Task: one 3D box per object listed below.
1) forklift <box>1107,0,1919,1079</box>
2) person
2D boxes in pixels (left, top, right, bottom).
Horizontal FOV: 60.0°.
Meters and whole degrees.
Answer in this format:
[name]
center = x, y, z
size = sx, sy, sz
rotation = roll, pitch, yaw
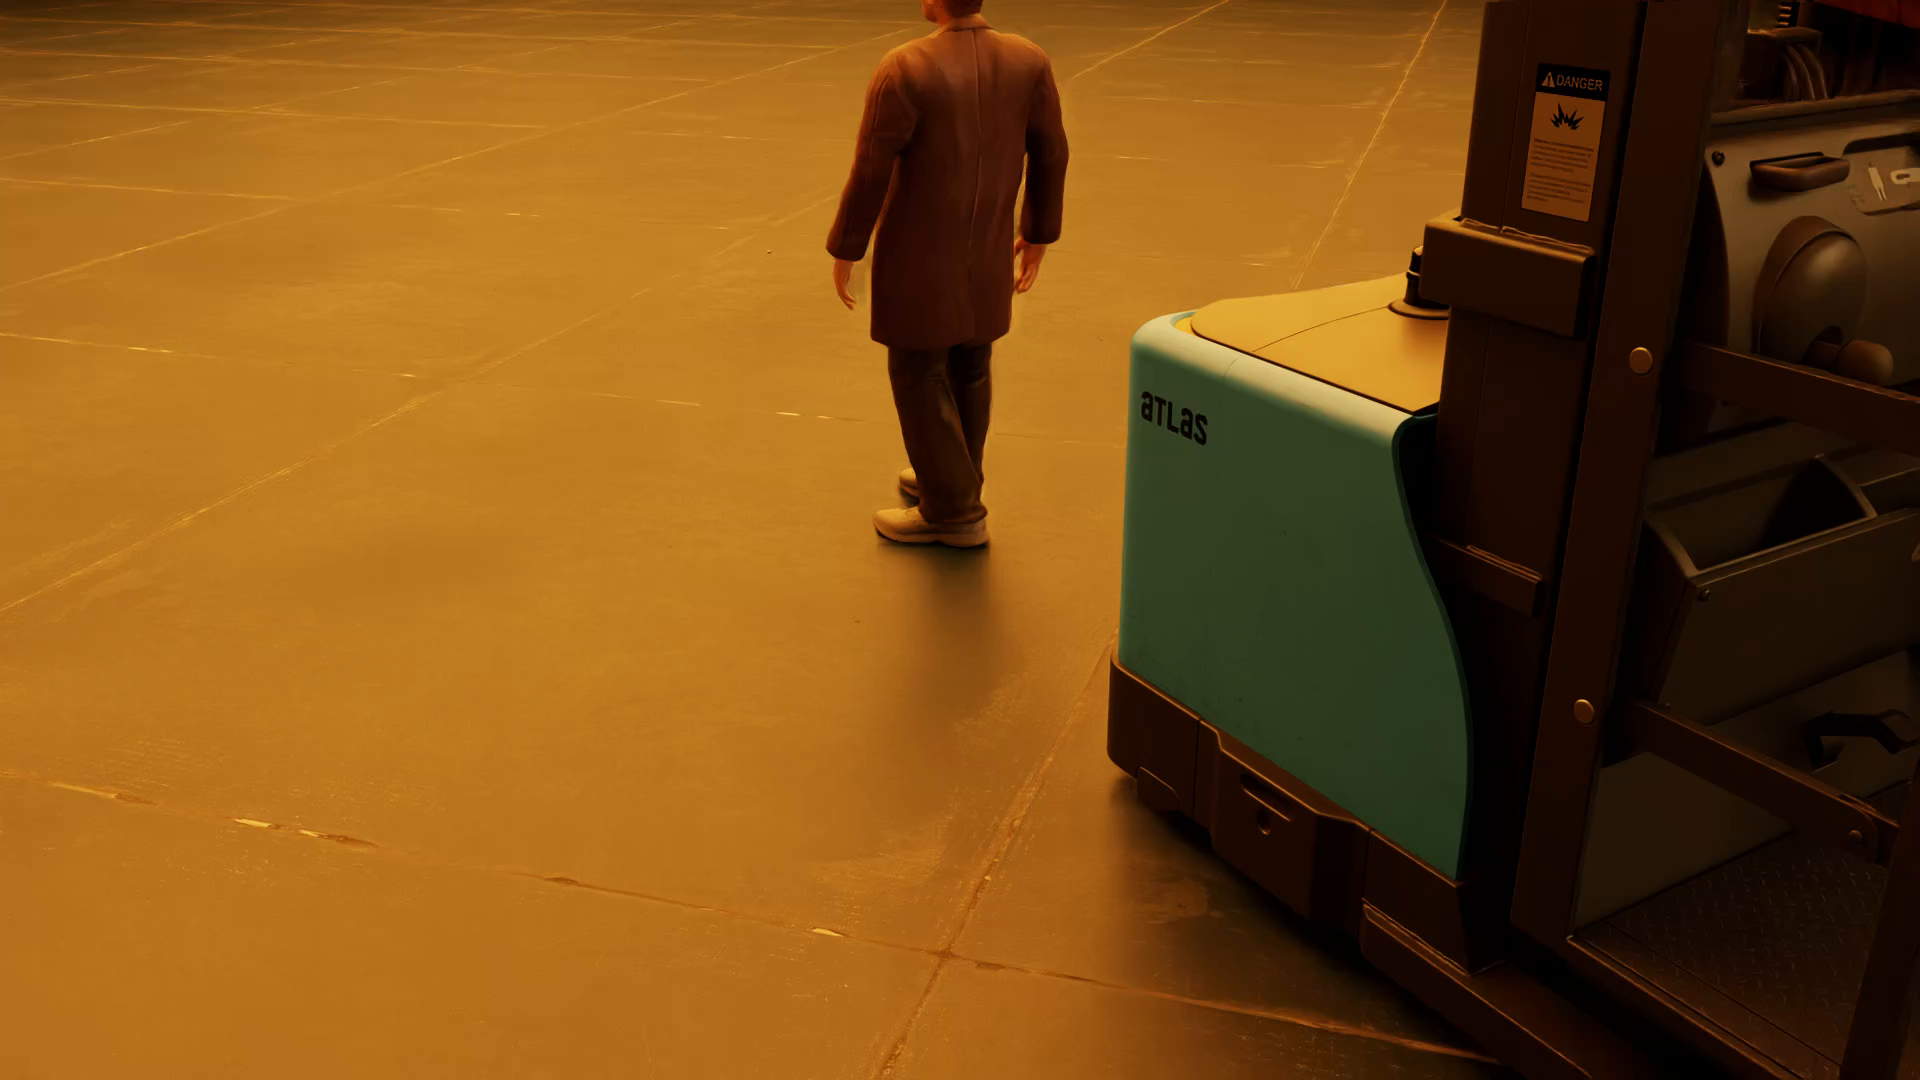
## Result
[forklift]
center = 1.529, -0.431, 2.323
size = 1.130, 2.935, 3.031
rotation = -13, 26, -29
[person]
center = -0.094, -0.864, 4.922
size = 0.726, 1.769, 0.658
rotation = -12, 25, -26
